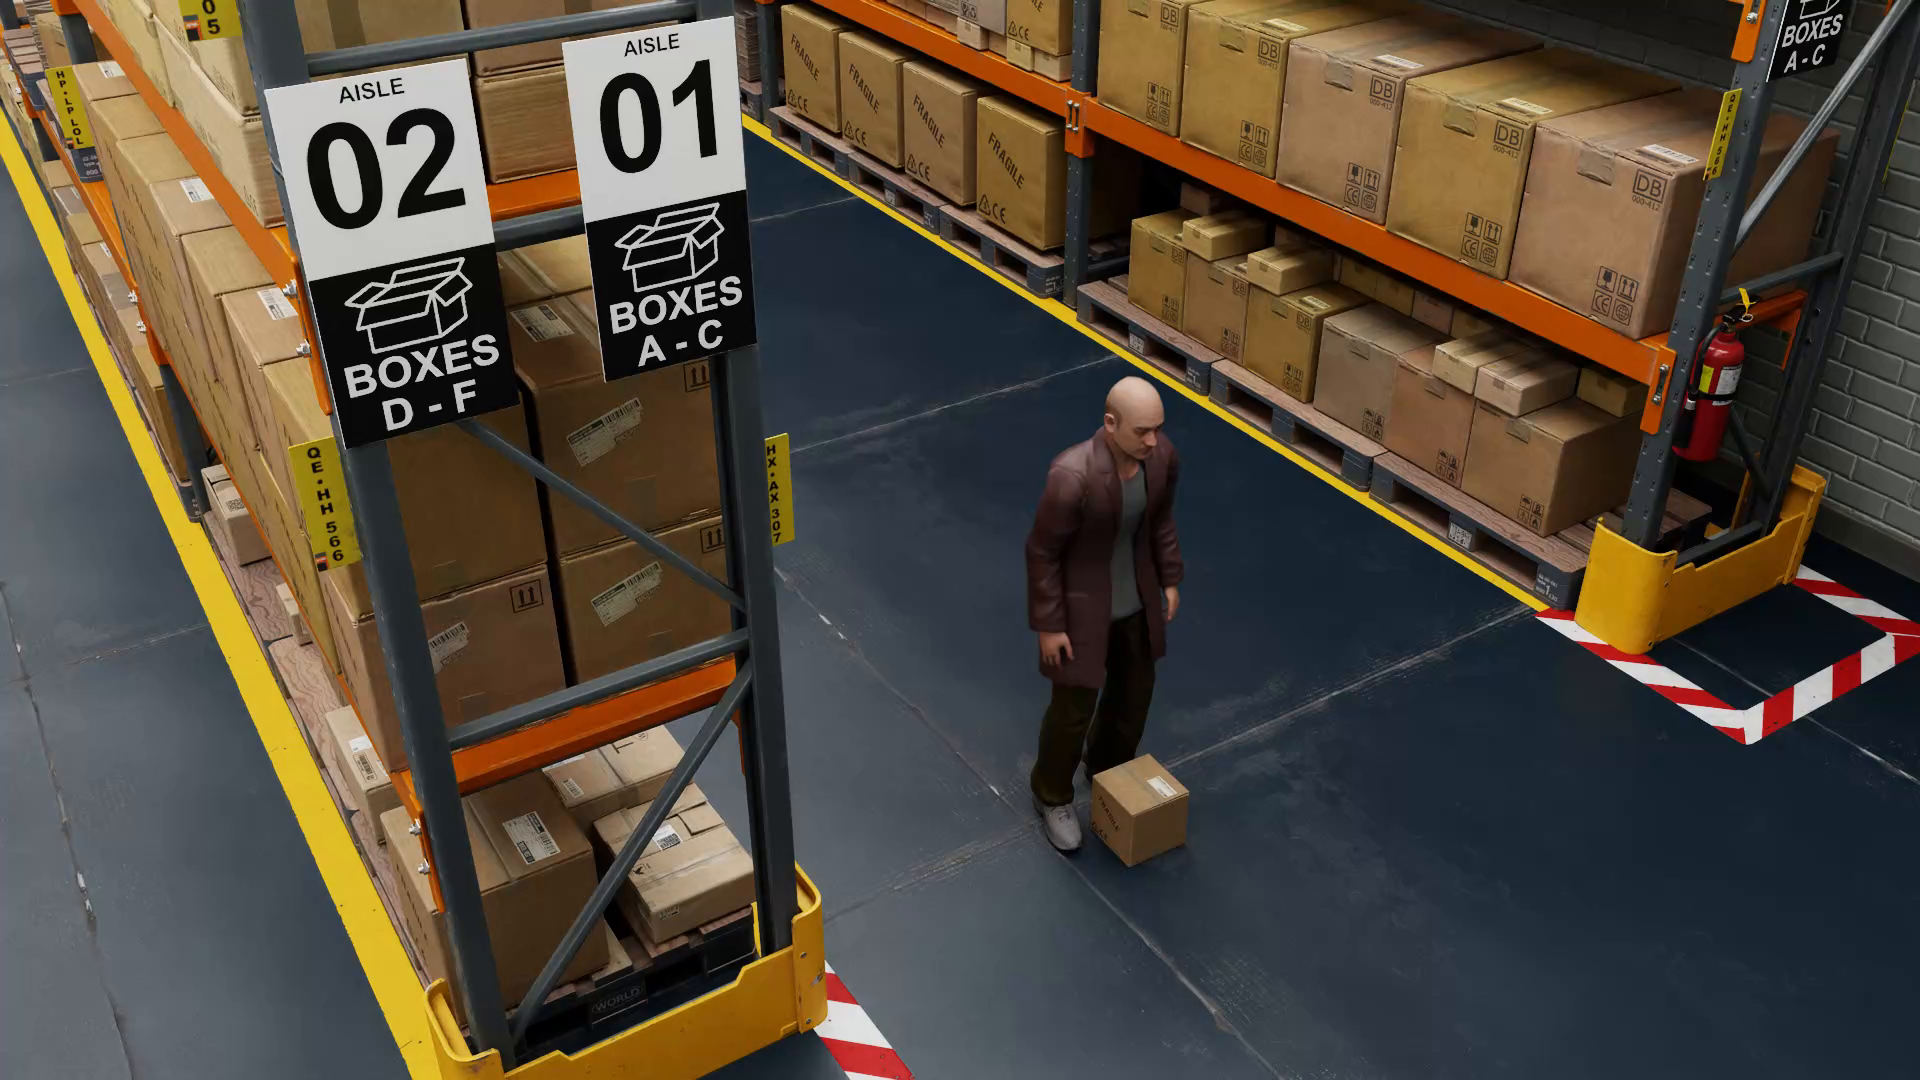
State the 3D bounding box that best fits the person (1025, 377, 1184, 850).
[{"bbox_3d":[0.511,0.225,5.793,0.651,1.773,0.417,-20,37,-28],"label":"person"}]
